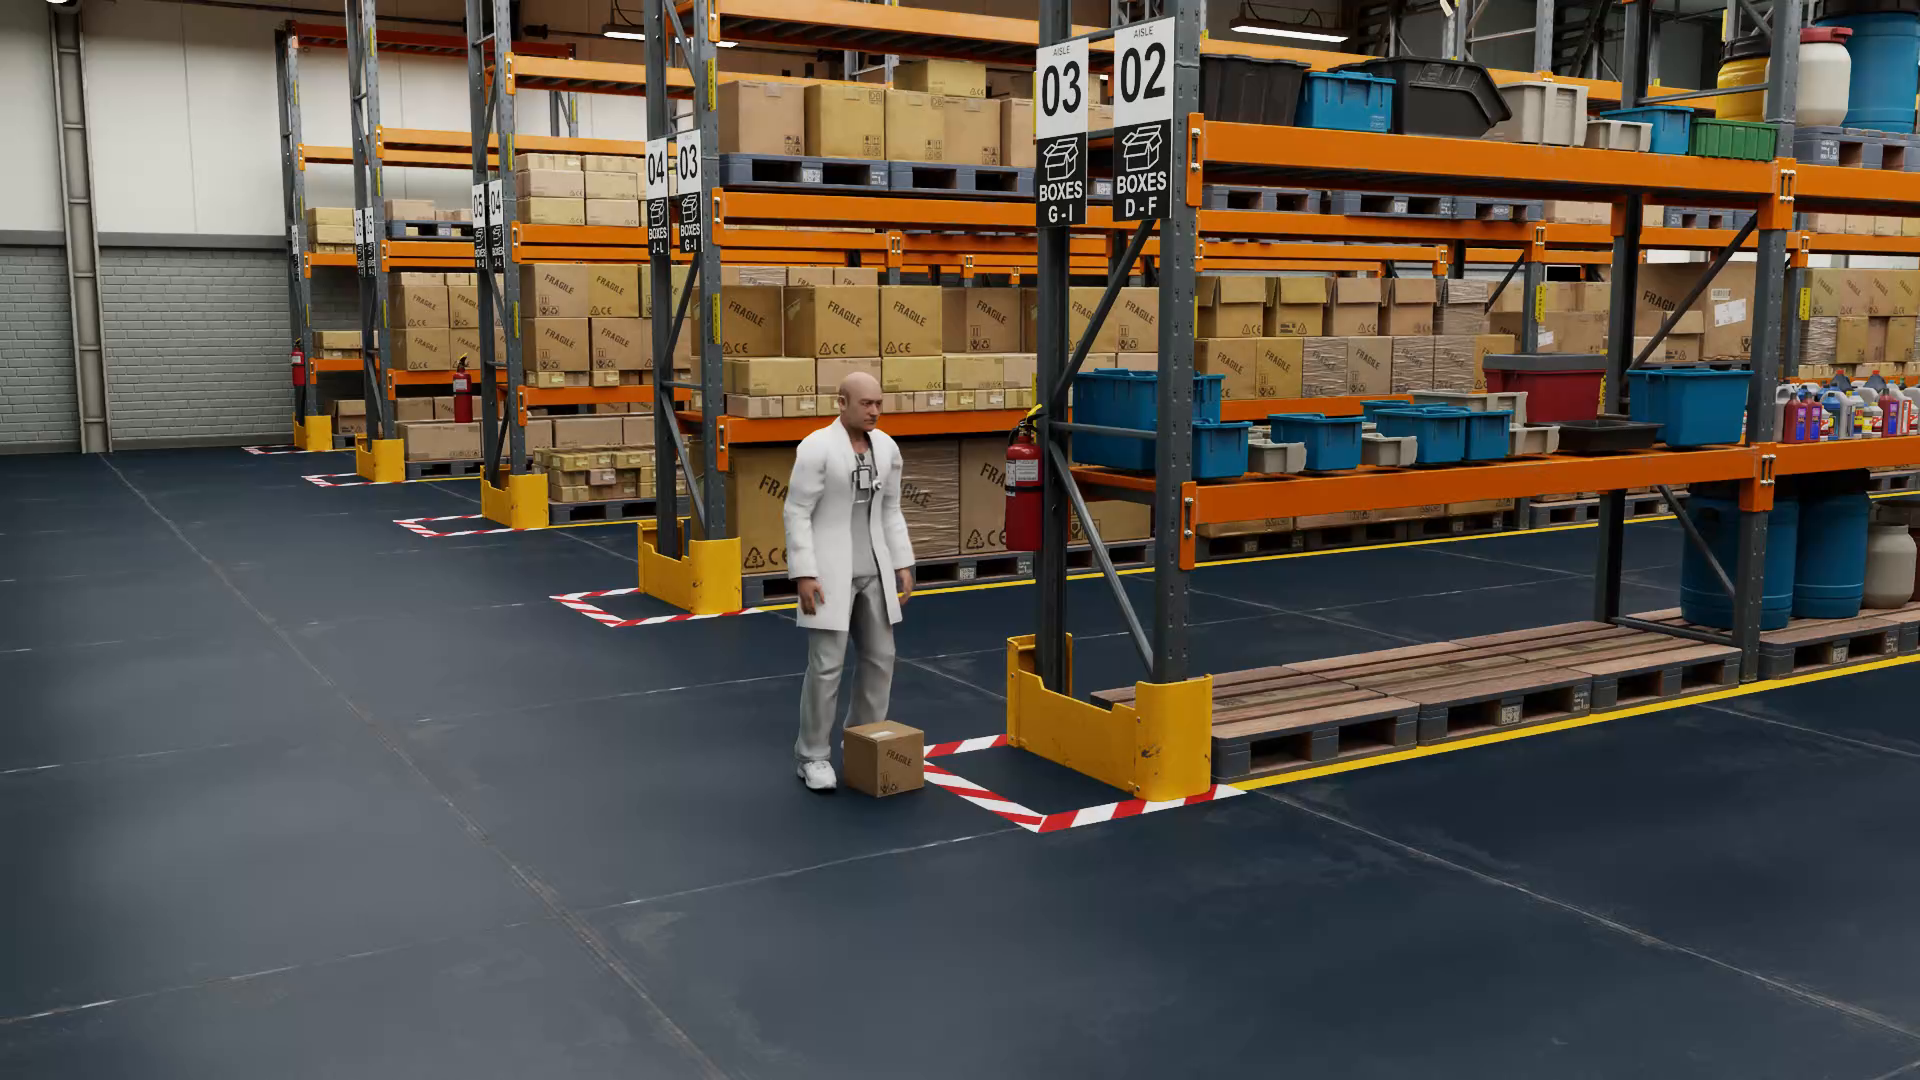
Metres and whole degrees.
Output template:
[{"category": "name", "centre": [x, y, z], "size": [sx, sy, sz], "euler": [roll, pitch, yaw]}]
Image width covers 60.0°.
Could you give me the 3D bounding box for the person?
[{"category": "person", "centre": [-0.473, 0.157, 7.254], "size": [0.656, 1.775, 0.417], "euler": [-7, 10, -39]}]
